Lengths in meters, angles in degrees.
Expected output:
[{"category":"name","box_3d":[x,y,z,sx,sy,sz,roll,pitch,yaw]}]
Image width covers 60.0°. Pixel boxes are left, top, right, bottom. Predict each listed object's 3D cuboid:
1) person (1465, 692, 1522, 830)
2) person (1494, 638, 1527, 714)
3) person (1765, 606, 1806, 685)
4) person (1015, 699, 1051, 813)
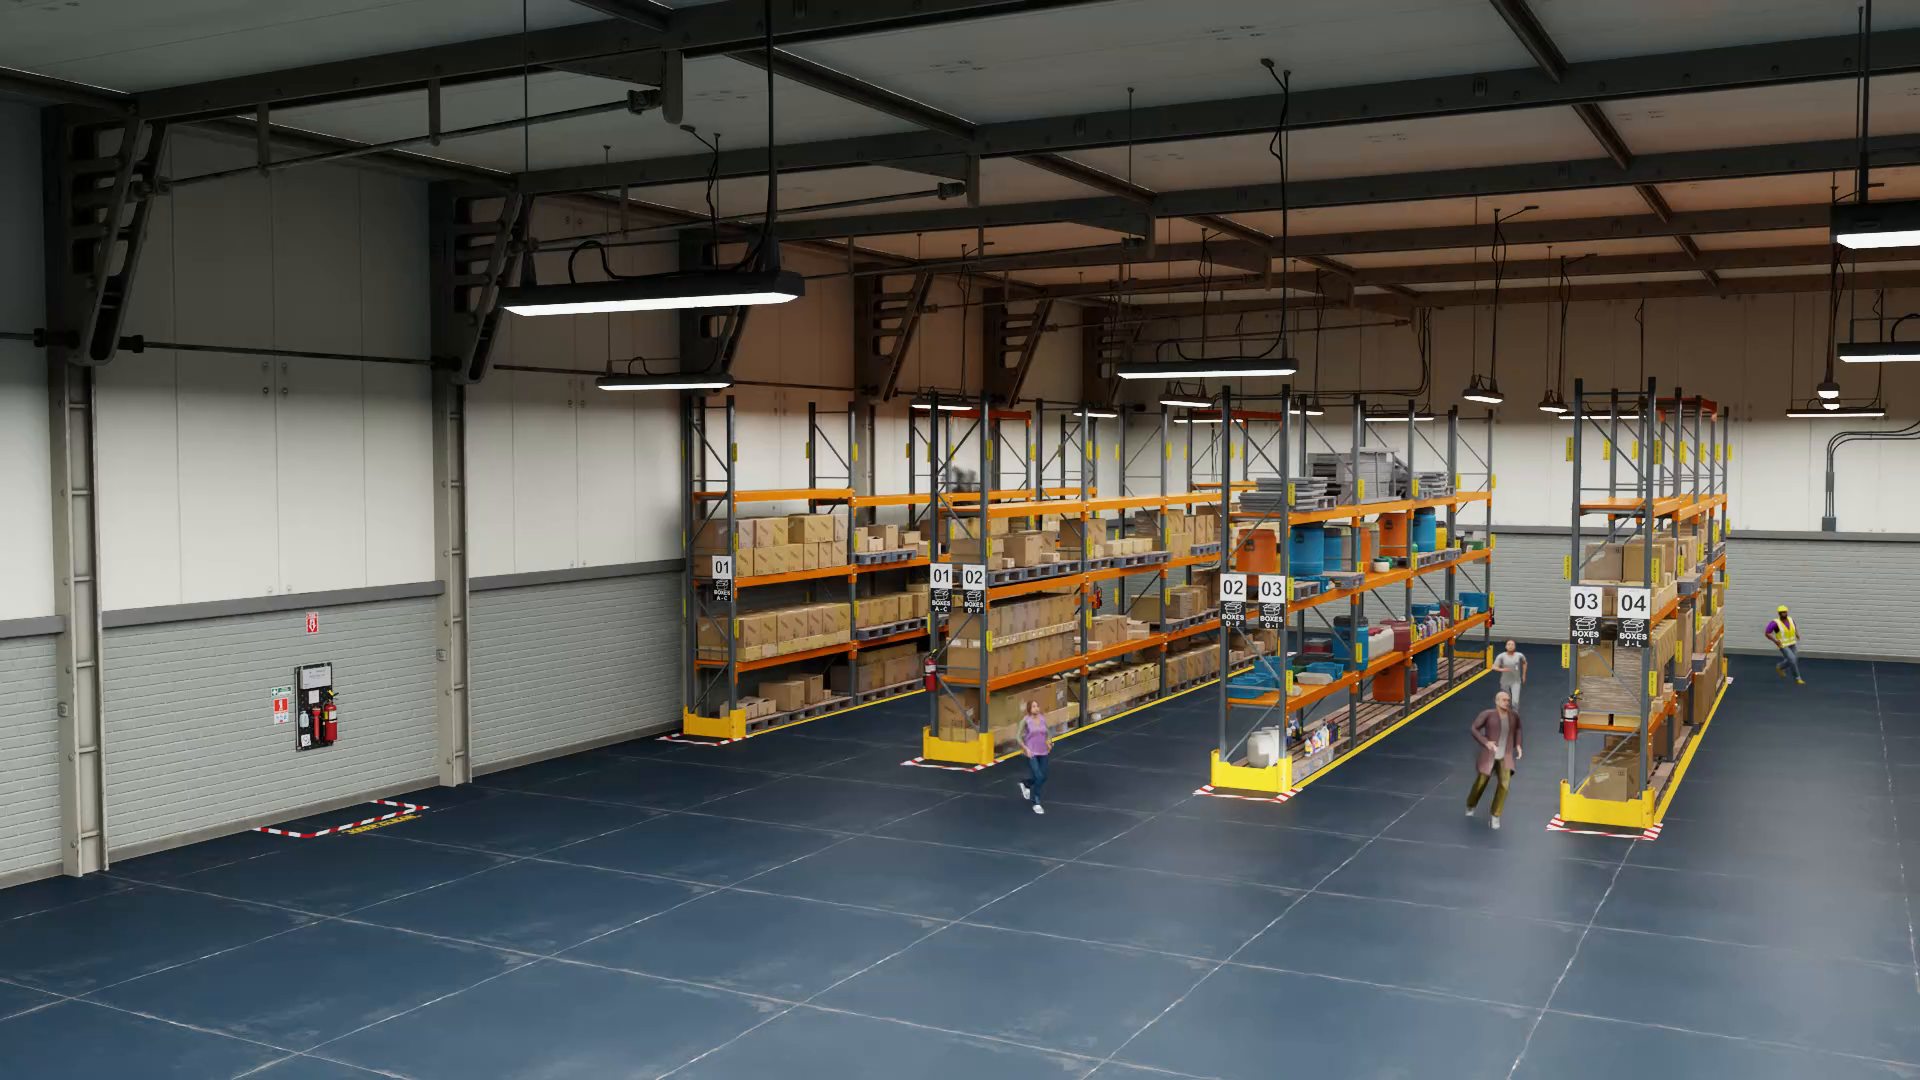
[{"category":"person","box_3d":[7.263,2.949,22.469,0.766,1.807,0.856,0,3,1]},{"category":"person","box_3d":[9.788,2.605,29.596,0.554,1.738,0.797,1,3,19]},{"category":"person","box_3d":[17.813,2.265,36.044,0.713,1.699,0.837,-1,3,-16]},{"category":"person","box_3d":[1.018,3.004,23.280,0.535,1.577,0.579,-2,3,-28]}]
